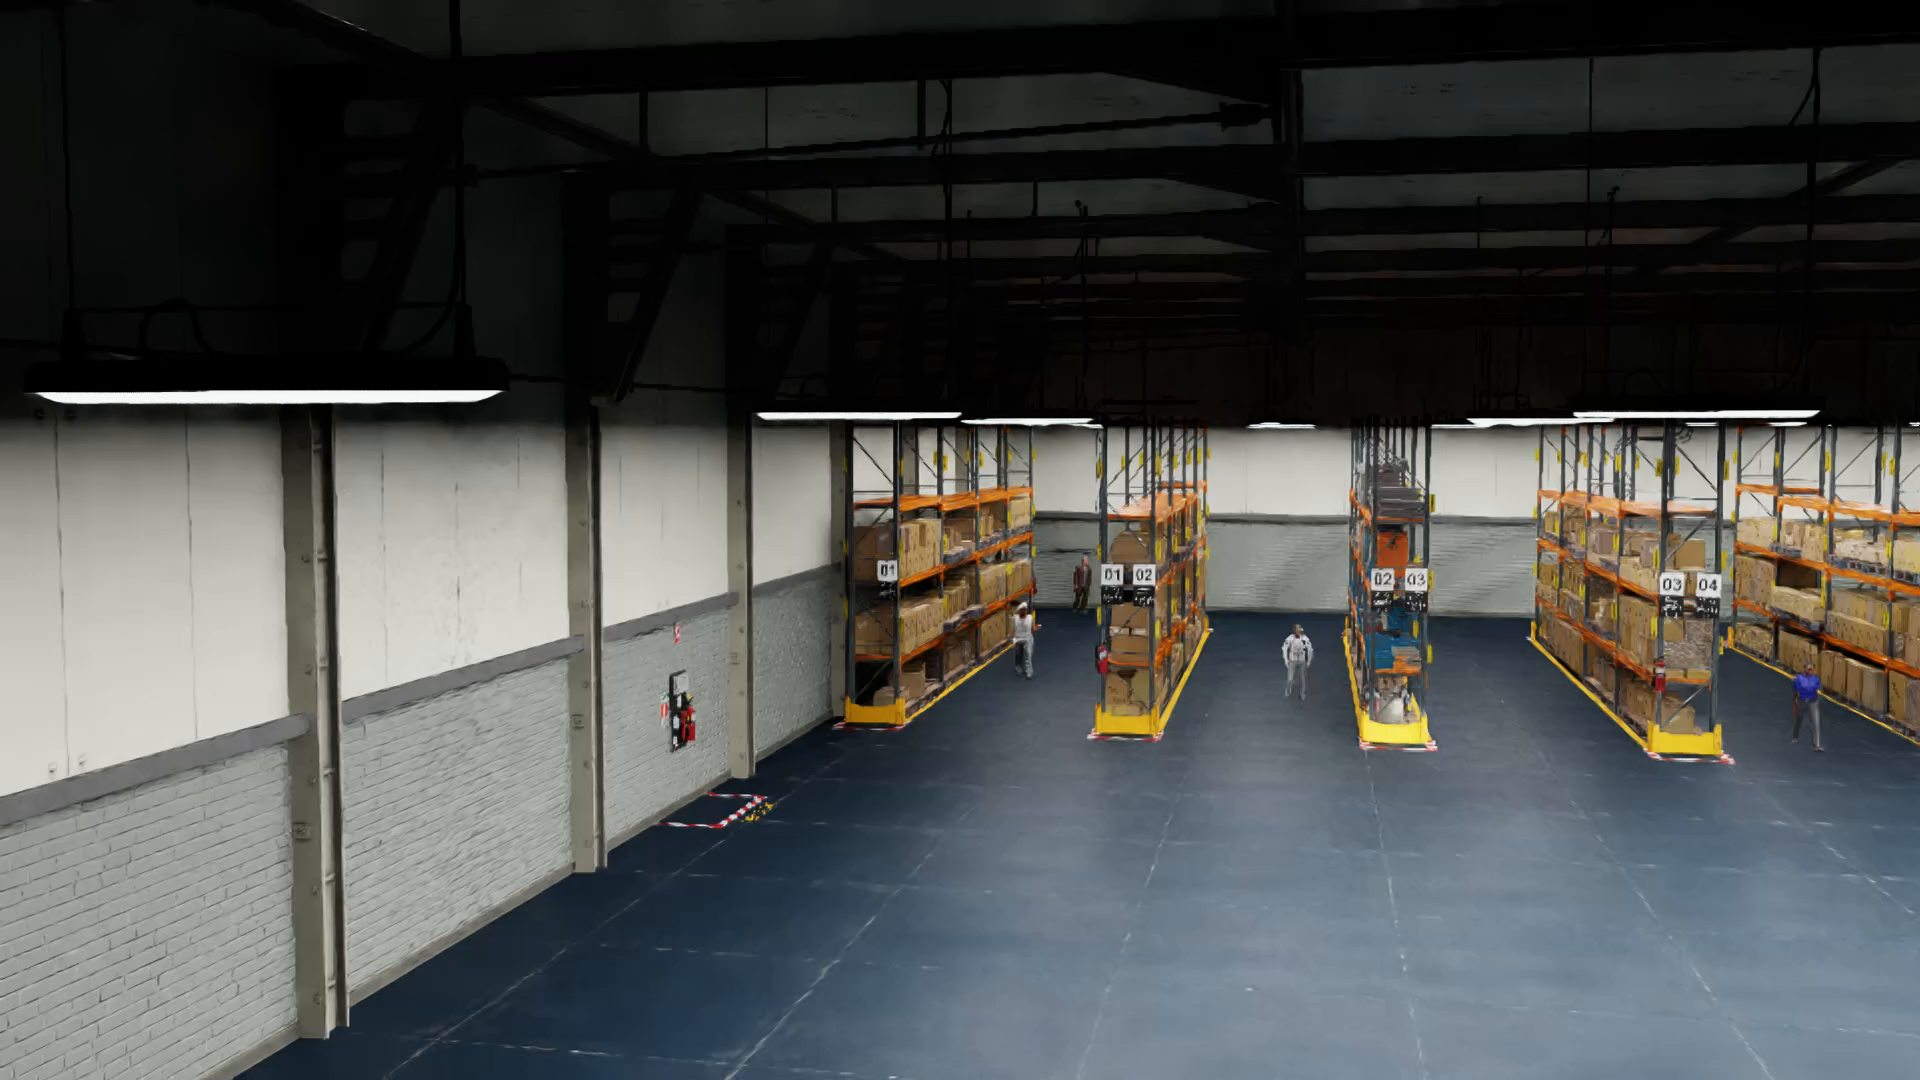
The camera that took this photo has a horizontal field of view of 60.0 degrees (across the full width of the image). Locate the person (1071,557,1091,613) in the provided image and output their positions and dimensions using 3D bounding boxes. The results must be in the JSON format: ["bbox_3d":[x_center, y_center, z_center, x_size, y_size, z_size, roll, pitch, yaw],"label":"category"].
[{"bbox_3d":[3.780,1.393,51.844,0.622,1.767,0.617,-2,4,-23],"label":"person"}]

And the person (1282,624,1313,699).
[{"bbox_3d":[7.165,2.563,35.318,0.639,1.632,0.512,1,4,10],"label":"person"}]

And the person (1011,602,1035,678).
[{"bbox_3d":[1.440,2.298,38.332,0.553,1.724,1.031,0,4,3],"label":"person"}]

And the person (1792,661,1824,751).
[{"bbox_3d":[15.158,2.934,29.797,0.447,1.574,1.088,1,4,14],"label":"person"}]
